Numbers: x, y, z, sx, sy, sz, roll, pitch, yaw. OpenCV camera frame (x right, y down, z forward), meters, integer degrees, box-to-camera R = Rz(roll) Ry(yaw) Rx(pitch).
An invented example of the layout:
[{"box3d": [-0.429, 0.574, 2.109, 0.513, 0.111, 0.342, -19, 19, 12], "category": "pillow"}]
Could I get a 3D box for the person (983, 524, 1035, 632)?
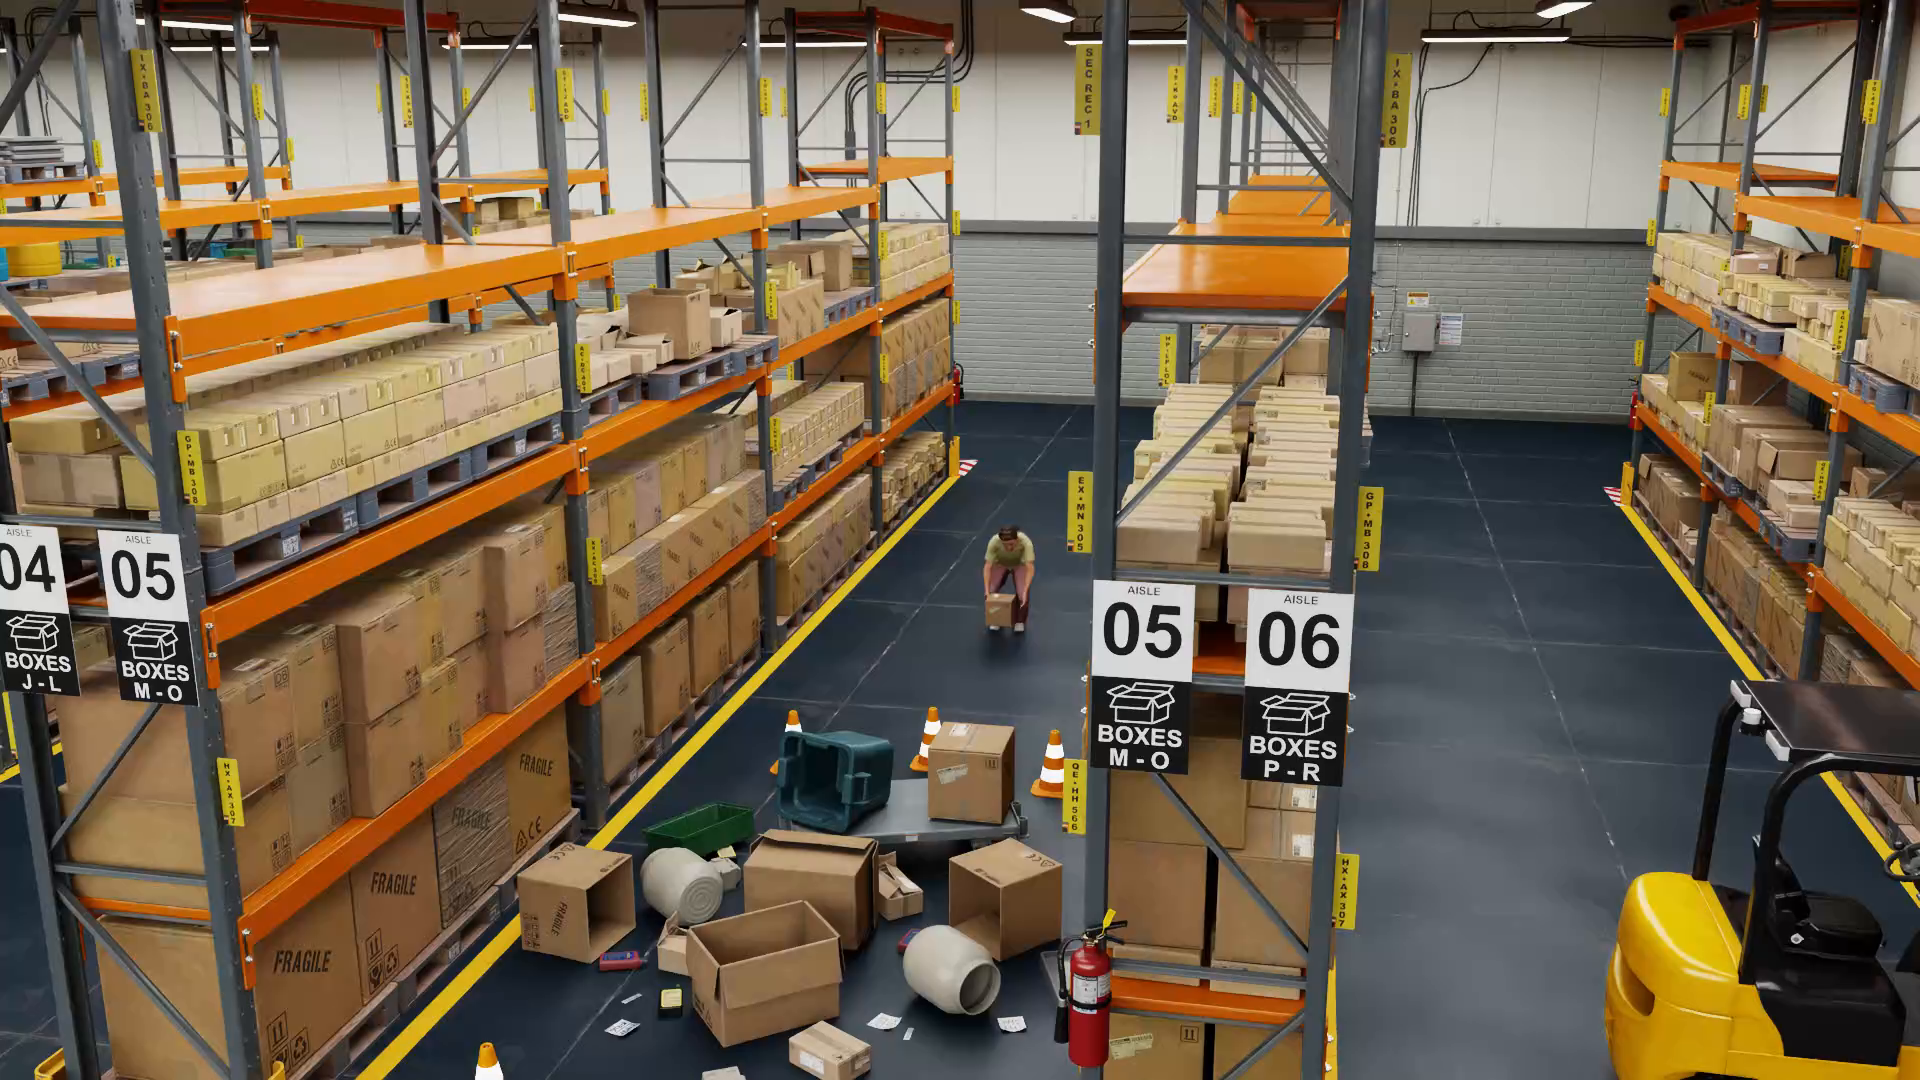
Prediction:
[{"box3d": [0.498, 0.336, 16.151, 0.506, 1.142, 0.741, 3, 15, 11], "category": "person"}]
